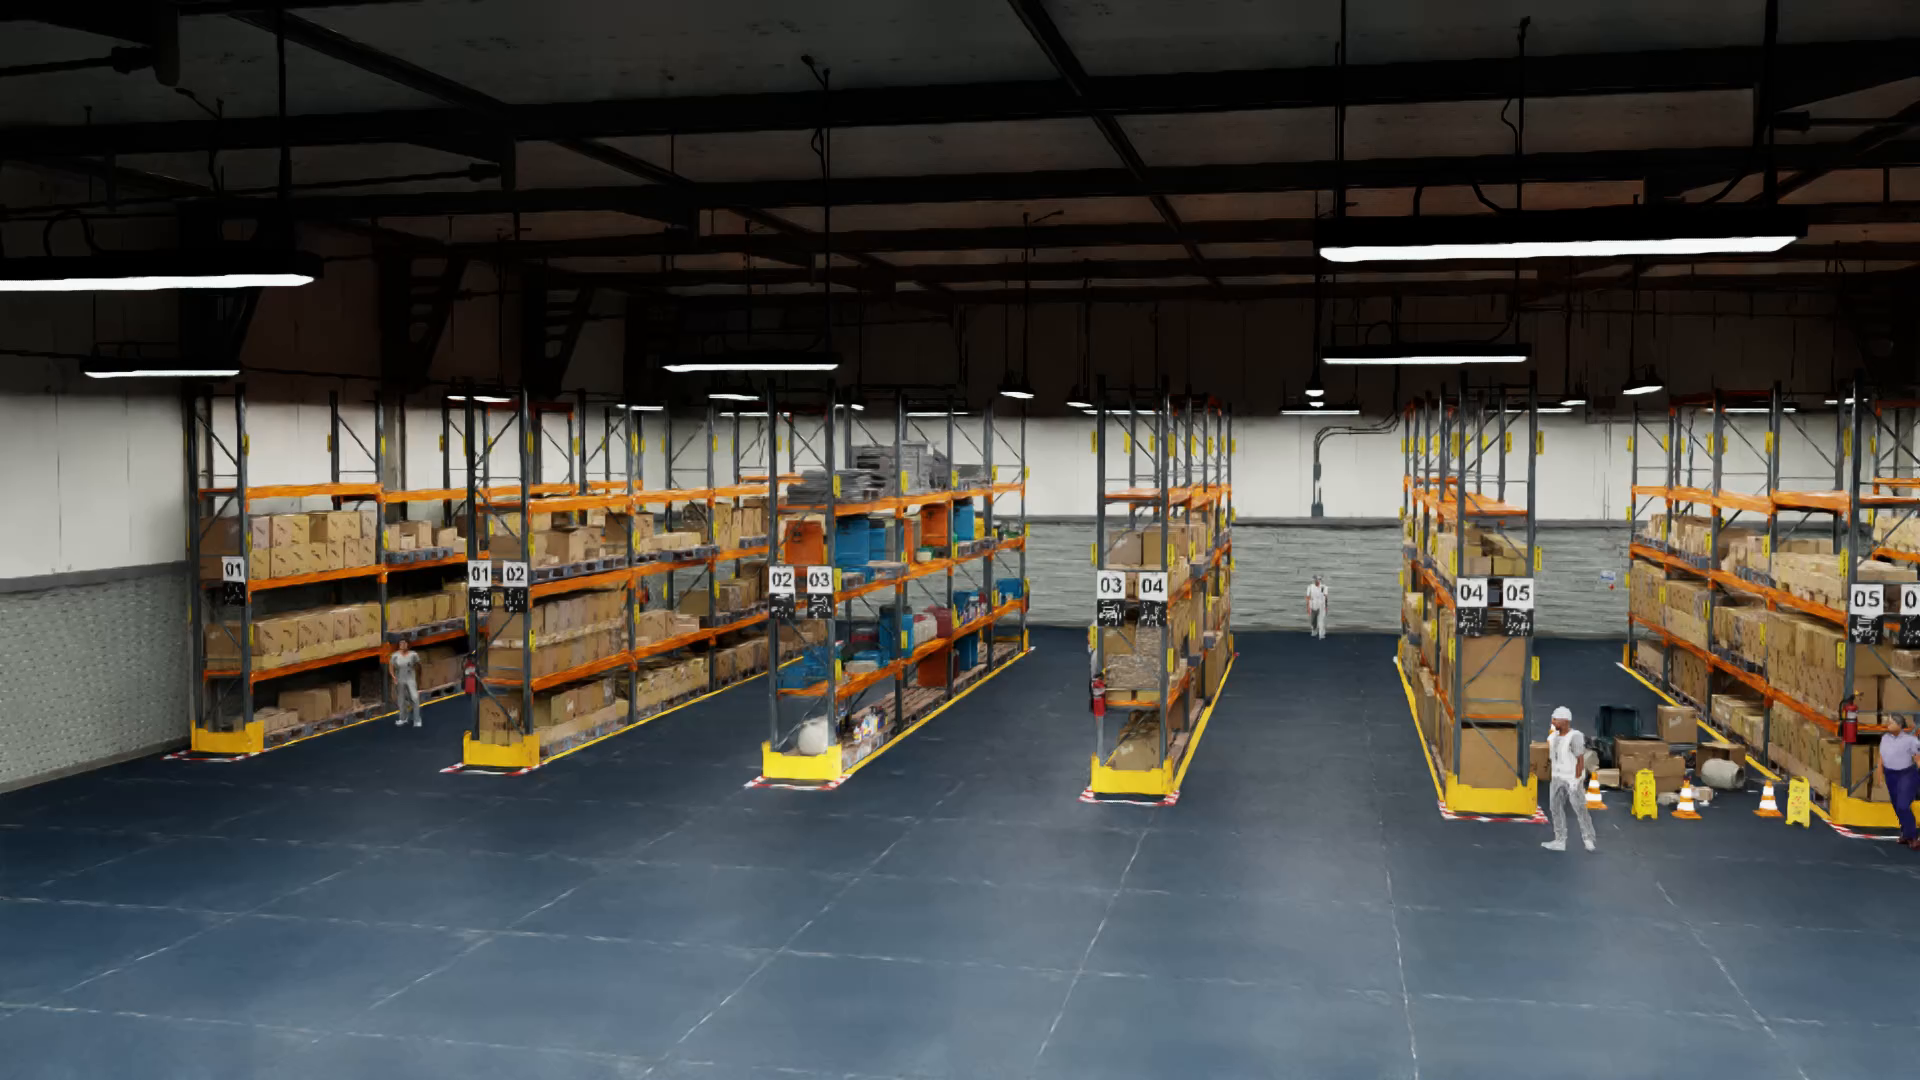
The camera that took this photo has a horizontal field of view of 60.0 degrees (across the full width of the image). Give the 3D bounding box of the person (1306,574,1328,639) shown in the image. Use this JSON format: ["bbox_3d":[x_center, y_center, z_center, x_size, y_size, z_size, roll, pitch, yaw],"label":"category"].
[{"bbox_3d":[9.214,1.695,42.916,0.542,1.675,1.126,1,3,14],"label":"person"}]

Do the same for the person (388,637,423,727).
[{"bbox_3d":[-9.801,2.502,29.518,0.613,1.607,0.802,0,3,-7],"label":"person"}]

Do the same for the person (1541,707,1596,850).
[{"bbox_3d":[7.531,2.947,20.547,0.624,1.782,0.579,-1,4,-22],"label":"person"}]

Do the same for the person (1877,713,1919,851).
[{"bbox_3d":[11.794,2.995,20.781,0.475,1.654,0.610,-1,4,-23],"label":"person"}]

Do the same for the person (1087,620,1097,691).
[{"bbox_3d":[2.888,2.218,33.617,0.677,1.742,0.552,1,3,11],"label":"person"}]
